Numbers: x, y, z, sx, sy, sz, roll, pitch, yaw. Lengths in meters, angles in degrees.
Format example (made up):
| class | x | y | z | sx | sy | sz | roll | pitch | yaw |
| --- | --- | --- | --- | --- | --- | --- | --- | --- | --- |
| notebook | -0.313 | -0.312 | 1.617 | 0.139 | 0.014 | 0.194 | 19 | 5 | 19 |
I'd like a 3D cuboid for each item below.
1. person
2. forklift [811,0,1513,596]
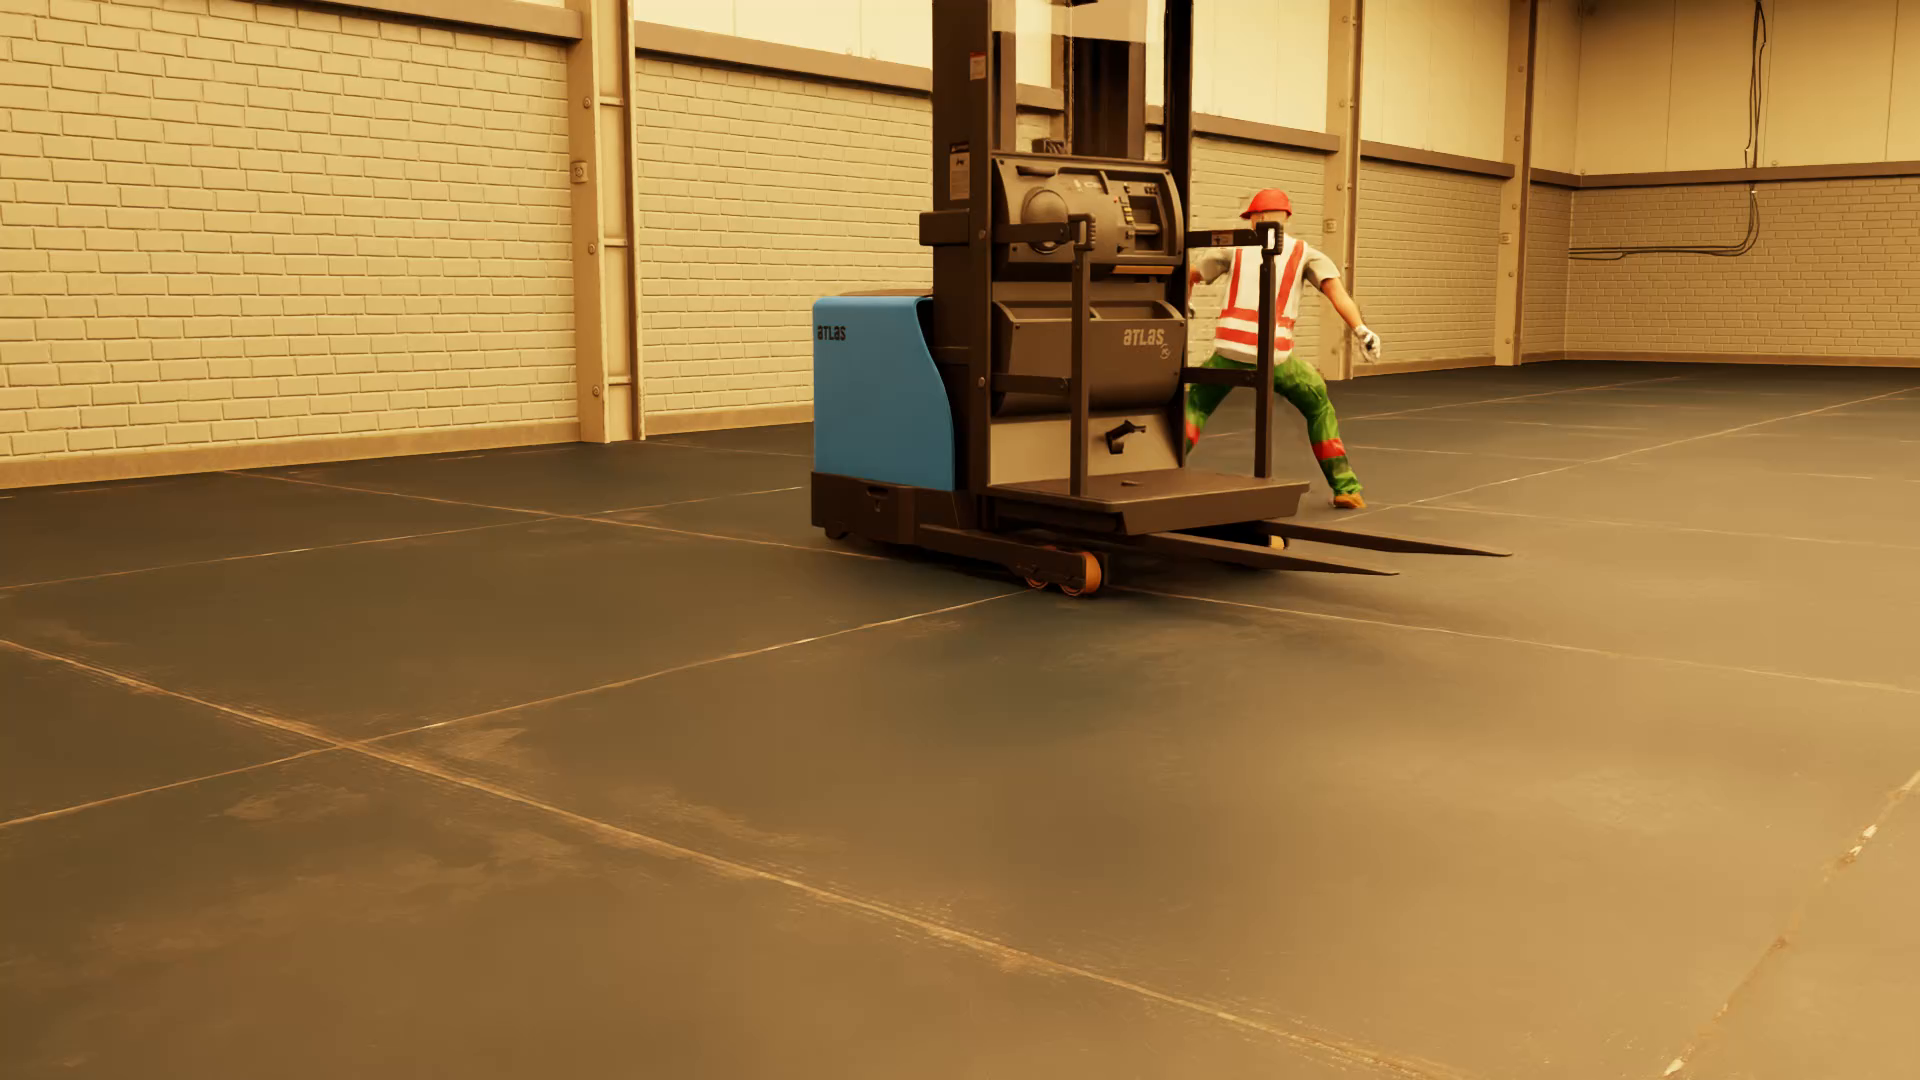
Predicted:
| class | x | y | z | sx | sy | sz | roll | pitch | yaw |
| --- | --- | --- | --- | --- | --- | --- | --- | --- | --- |
| person | 1.592 | -0.926 | 8.478 | 1.168 | 1.715 | 0.561 | 4 | 9 | 25 |
| forklift | 0.650 | -1.327 | 6.348 | 1.130 | 2.935 | 3.031 | -7 | 11 | -38 |
